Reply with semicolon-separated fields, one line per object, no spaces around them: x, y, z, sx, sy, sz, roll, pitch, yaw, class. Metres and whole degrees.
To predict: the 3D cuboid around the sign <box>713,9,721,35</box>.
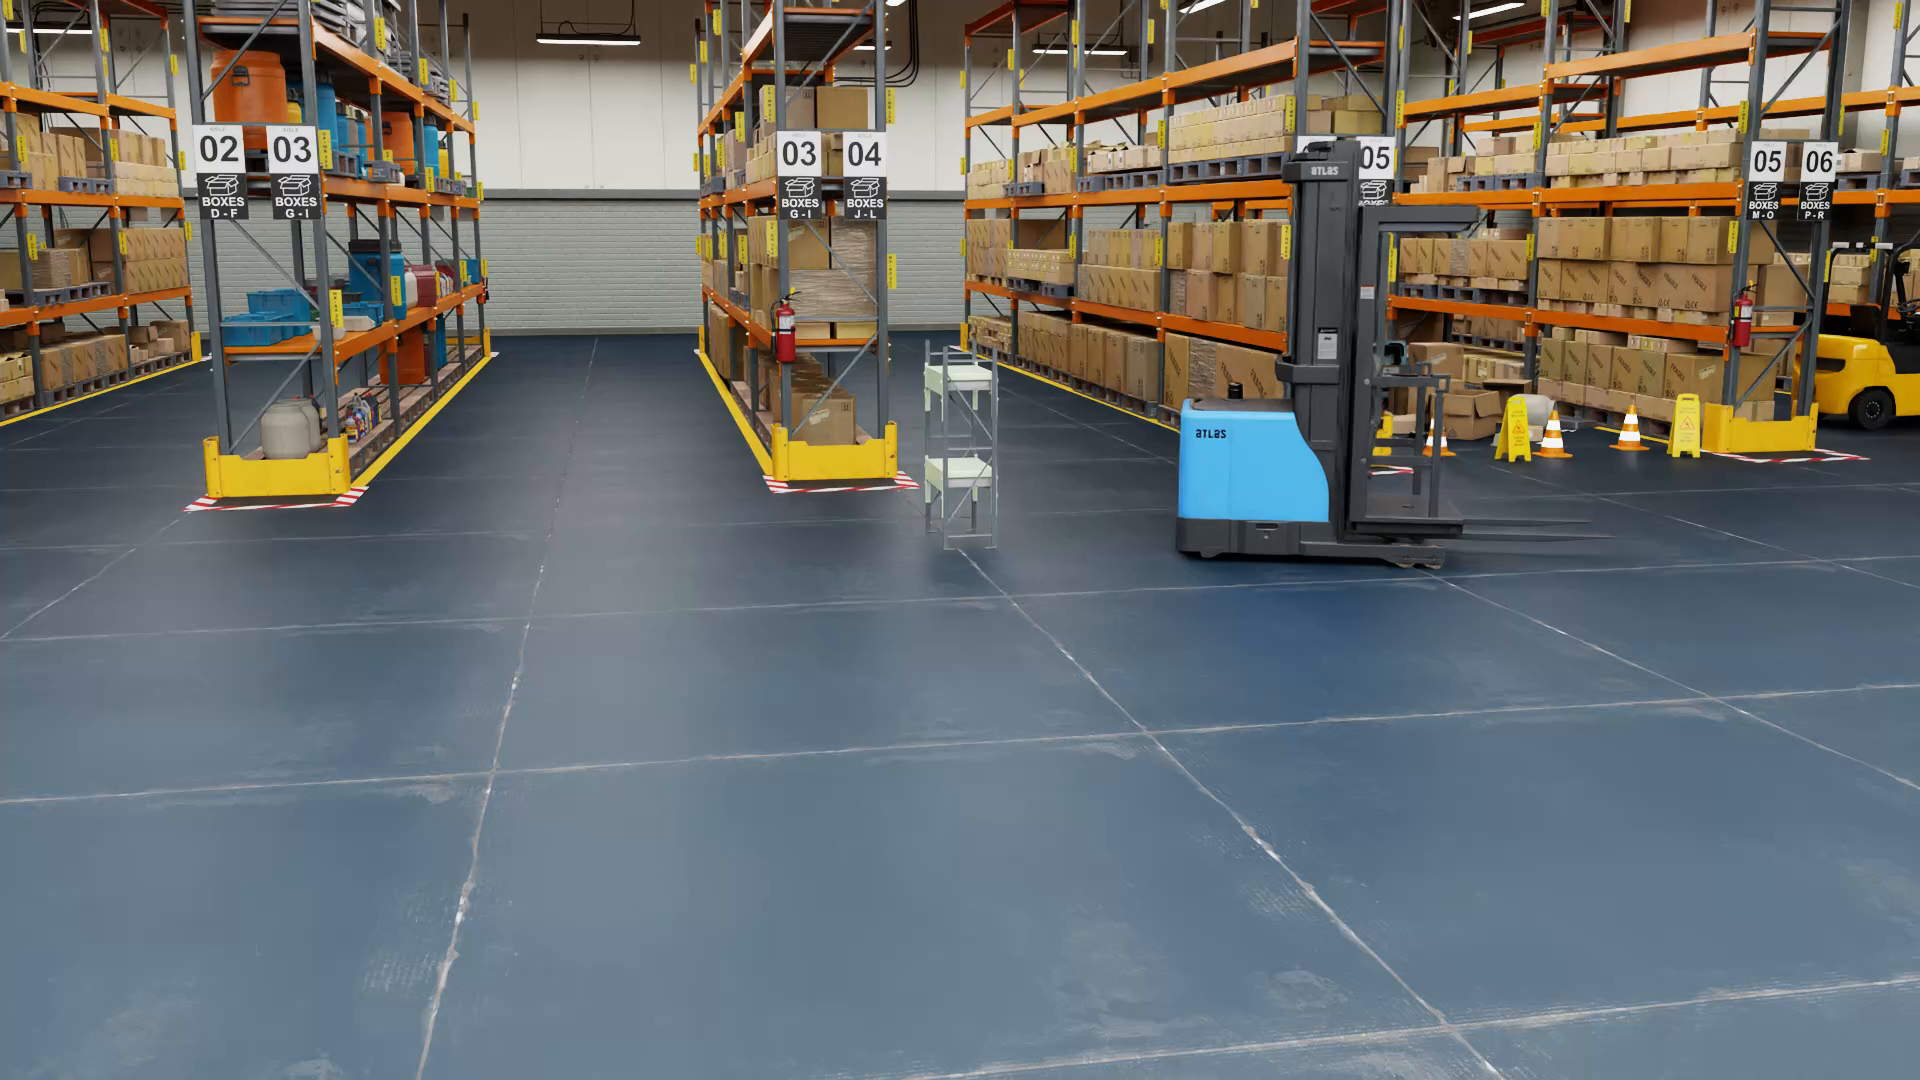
-3.279;-6.996;22.462;0.100;0.325;0.005;-2;11;-11;sign

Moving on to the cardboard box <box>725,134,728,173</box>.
-2.896;-5.205;22.396;0.500;0.500;0.500;-2;11;-10;cardboard box

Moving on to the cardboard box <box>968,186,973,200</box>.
0.430;-6.470;31.046;0.500;0.250;0.500;-2;11;-9;cardboard box

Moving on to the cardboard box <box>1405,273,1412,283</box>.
6.866;-3.910;24.763;0.380;0.149;0.250;-3;11;-14;cardboard box

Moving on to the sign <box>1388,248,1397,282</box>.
4.251;-2.711;16.388;0.100;0.325;0.005;-2;11;-11;sign

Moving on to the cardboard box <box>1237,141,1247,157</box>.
3.110;-4.068;17.307;0.380;0.149;0.250;-2;11;-12;cardboard box

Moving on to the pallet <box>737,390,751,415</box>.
-2.351;-1.796;21.569;1.003;0.211;1.213;-2;11;-11;pallet

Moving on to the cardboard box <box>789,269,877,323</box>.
-1.259;-2.363;16.024;0.875;0.500;0.500;-2;11;-11;cardboard box

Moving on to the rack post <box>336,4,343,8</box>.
-6.445;-5.149;15.887;0.937;0.300;0.954;-2;11;-12;rack post

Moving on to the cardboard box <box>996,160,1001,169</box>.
0.832;-6.508;28.841;0.380;0.149;0.250;-3;11;-13;cardboard box

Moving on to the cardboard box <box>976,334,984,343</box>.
0.510;-3.719;30.713;0.380;0.149;0.250;-2;11;-10;cardboard box

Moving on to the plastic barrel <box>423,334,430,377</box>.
-7.925;-2.670;24.031;0.600;0.588;0.708;-2;11;-11;plastic barrel

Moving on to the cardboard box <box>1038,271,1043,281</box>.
1.407;-4.039;25.444;0.380;0.149;0.250;-3;11;-14;cardboard box

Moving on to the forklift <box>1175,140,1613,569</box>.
3.114;-1.345;11.922;3.031;2.935;1.130;2;11;8;forklift

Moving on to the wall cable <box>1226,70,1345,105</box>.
7.525;-9.480;38.337;2.988;3.039;0.133;-2;11;-11;wall cable

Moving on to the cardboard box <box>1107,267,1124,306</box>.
2.266;-3.374;22.135;0.500;0.500;0.500;-2;11;-12;cardboard box

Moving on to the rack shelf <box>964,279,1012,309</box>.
0.983;-4.442;29.934;1.077;0.370;4.000;-2;11;-11;rack shelf

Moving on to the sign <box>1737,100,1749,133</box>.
7.993;-4.318;16.969;0.100;0.325;0.005;-2;11;-11;sign

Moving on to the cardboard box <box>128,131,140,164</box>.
-13.425;-6.197;26.267;0.700;0.500;0.500;-2;11;-11;cardboard box

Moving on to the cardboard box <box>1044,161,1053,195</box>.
1.586;-5.496;25.259;0.500;0.500;0.500;-2;11;-11;cardboard box

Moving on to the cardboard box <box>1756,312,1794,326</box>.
8.678;-2.372;17.809;0.380;0.149;0.250;-2;11;-11;cardboard box

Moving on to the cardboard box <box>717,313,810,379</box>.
-2.849;-2.823;24.063;1.225;0.875;0.875;-3;11;-14;cardboard box

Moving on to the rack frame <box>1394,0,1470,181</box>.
6.986;-6.840;24.567;1.000;3.000;0.127;-2;11;-11;rack frame

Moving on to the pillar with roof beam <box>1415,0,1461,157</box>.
6.435;-8.859;35.176;9.100;9.000;0.548;-2;11;-11;pillar with roof beam

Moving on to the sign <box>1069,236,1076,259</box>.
1.619;-4.203;23.871;0.100;0.325;0.005;-2;11;-11;sign

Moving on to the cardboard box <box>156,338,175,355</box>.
-13.506;-3.240;27.872;0.500;0.250;0.500;-2;11;-11;cardboard box

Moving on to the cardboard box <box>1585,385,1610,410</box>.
7.834;-1.702;19.848;0.500;0.250;0.500;-2;11;-12;cardboard box

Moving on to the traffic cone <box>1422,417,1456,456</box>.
4.995;-1.130;17.396;0.336;0.463;0.334;-2;11;-11;traffic cone

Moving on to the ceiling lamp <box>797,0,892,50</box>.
-2.326;-11.399;32.907;2.000;3.185;0.800;-2;11;-11;ceiling lamp

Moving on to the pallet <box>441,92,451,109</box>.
-8.181;-6.593;24.845;1.003;0.211;1.213;-2;11;-11;pallet

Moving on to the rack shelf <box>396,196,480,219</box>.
-8.761;-5.573;27.857;1.077;0.370;4.000;-2;11;-11;rack shelf

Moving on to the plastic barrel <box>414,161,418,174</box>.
-7.574;-5.159;23.048;0.294;0.245;0.294;0;11;0;plastic barrel

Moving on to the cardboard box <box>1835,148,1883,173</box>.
12.252;-5.150;22.556;0.500;0.311;0.500;-2;11;-13;cardboard box

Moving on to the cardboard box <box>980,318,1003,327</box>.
0.587;-4.012;30.662;0.380;0.149;0.250;-3;11;-14;cardboard box

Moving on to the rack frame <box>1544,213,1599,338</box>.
11.076;-4.808;29.934;1.000;3.000;0.127;-2;11;-11;rack frame

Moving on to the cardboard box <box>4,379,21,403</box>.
-12.008;-1.847;20.607;0.500;0.250;0.500;-2;11;-12;cardboard box

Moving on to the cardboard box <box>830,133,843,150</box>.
-1.006;-3.720;15.531;0.380;0.149;0.250;-2;11;-11;cardboard box

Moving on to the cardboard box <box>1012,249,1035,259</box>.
1.057;-4.663;27.133;0.380;0.149;0.250;-2;11;-9;cardboard box

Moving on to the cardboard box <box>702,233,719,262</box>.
-4.365;-5.251;29.863;0.500;0.500;0.500;-2;11;-12;cardboard box

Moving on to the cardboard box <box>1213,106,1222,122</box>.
2.961;-4.600;17.968;0.380;0.149;0.250;-2;11;-11;cardboard box

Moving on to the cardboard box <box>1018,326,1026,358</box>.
1.255;-3.261;27.371;0.500;0.500;0.500;-2;11;-9;cardboard box

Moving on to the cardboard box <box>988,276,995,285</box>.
0.712;-4.633;29.686;0.380;0.149;0.250;-2;11;-10;cardboard box

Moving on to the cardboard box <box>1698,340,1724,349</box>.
11.962;-2.999;25.659;0.875;0.625;0.625;-2;11;-9;cardboard box

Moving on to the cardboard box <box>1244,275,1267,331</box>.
3.461;-2.467;17.237;0.875;0.550;0.550;-2;11;-11;cardboard box

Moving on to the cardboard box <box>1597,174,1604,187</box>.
7.787;-4.255;19.680;0.380;0.149;0.250;-2;11;-13;cardboard box

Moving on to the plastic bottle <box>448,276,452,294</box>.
-7.978;-3.965;25.836;0.152;0.276;0.135;-2;11;-11;plastic bottle

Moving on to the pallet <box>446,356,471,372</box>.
-8.553;-2.850;27.104;1.003;0.211;1.213;-2;11;-11;pallet

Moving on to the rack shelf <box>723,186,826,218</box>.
-2.346;-4.286;21.094;1.077;0.370;4.000;-2;11;-11;rack shelf

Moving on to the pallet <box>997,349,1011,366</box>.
1.206;-3.180;28.840;1.003;0.211;1.213;-2;11;-11;pallet

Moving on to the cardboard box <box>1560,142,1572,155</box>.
7.584;-4.785;20.331;0.380;0.149;0.250;-2;11;-9;cardboard box

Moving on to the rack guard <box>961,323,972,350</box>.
0.609;-3.920;31.954;1.175;0.500;0.348;-2;11;-11;rack guard

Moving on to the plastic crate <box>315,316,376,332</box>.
-6.251;-2.201;16.942;0.530;0.136;0.437;-2;11;-11;plastic crate

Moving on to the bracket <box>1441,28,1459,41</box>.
10.390;-10.695;35.194;0.235;0.232;0.430;-2;11;-11;bracket

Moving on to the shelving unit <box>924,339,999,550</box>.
0.001;-0.736;12.550;0.431;1.500;0.755;-2;11;-11;shelving unit
